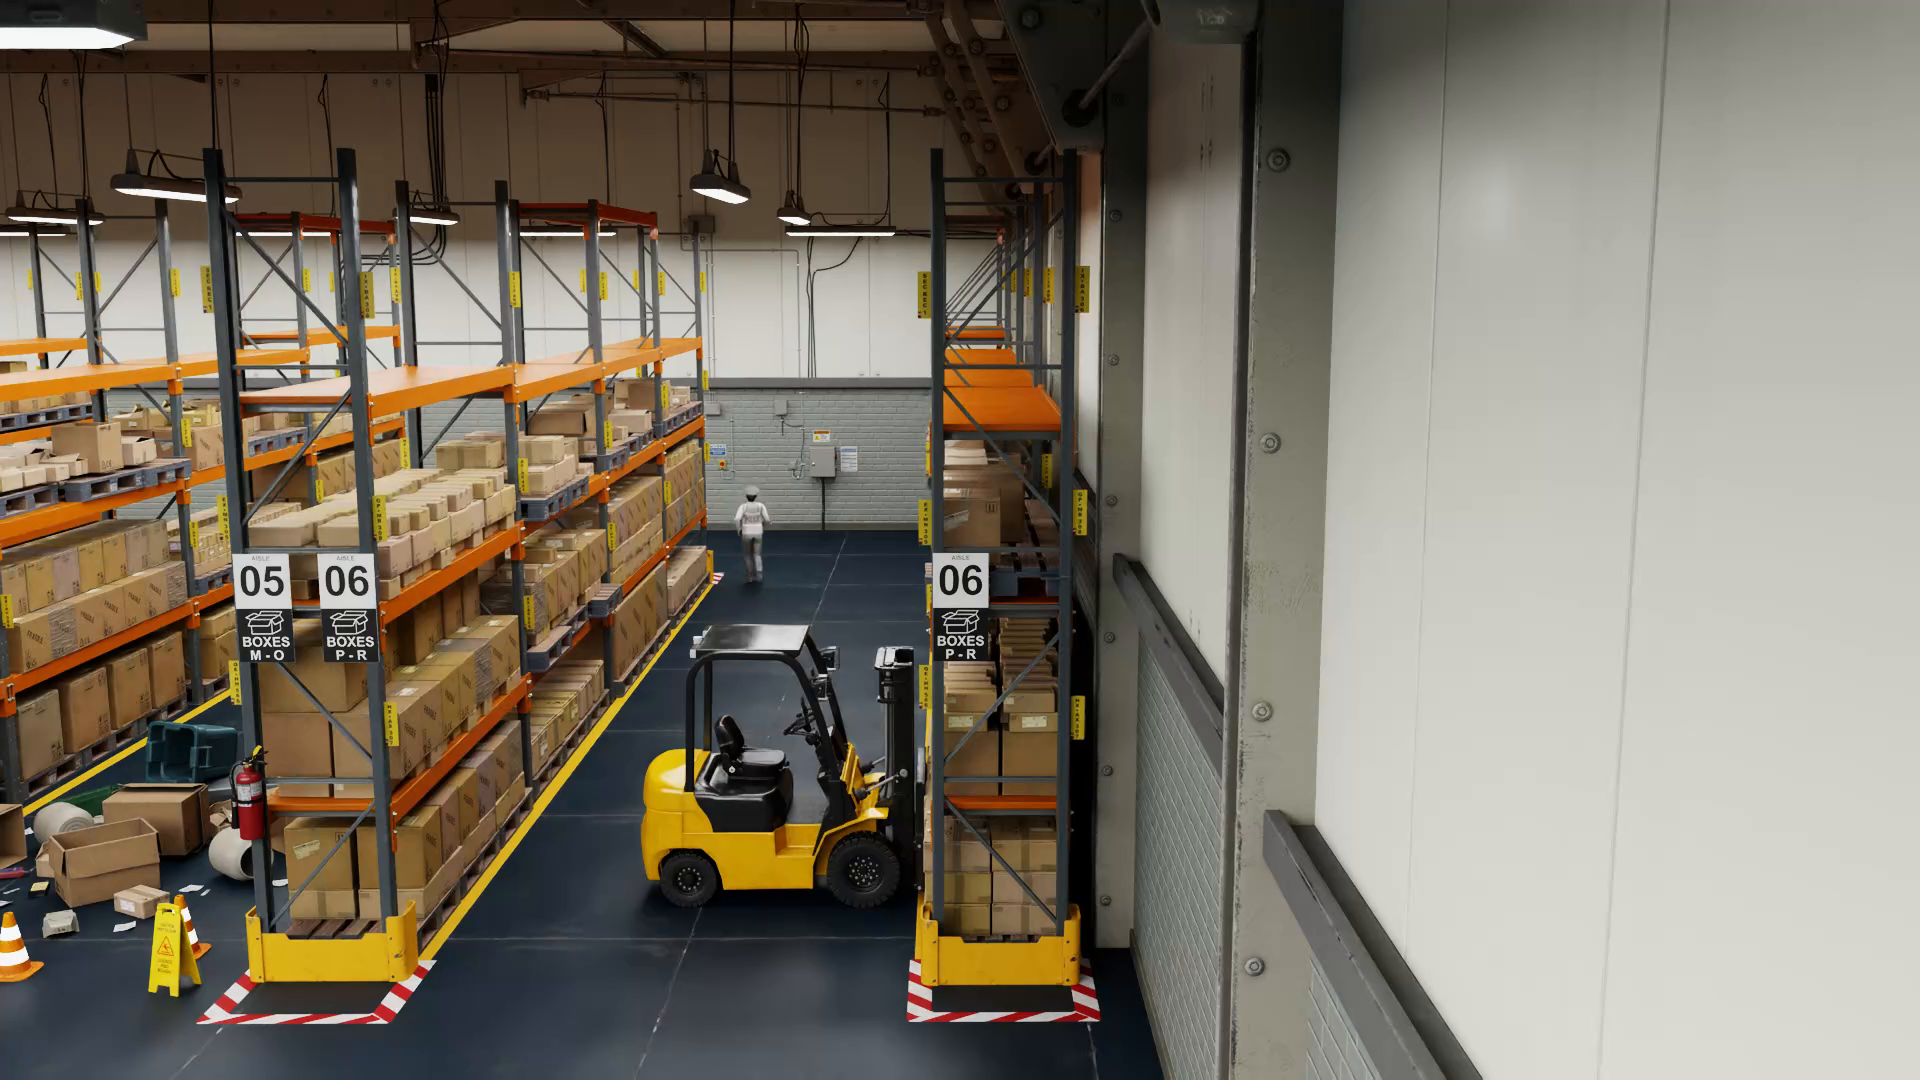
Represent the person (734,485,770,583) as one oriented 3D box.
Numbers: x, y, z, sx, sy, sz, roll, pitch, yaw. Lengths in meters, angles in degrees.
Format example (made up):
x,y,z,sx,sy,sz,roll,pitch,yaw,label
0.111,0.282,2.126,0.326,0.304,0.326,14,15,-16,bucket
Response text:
x,y,z,sx,sy,sz,roll,pitch,yaw,label
-3.439,-0.069,27.603,0.580,1.682,0.885,-2,9,-14,person
